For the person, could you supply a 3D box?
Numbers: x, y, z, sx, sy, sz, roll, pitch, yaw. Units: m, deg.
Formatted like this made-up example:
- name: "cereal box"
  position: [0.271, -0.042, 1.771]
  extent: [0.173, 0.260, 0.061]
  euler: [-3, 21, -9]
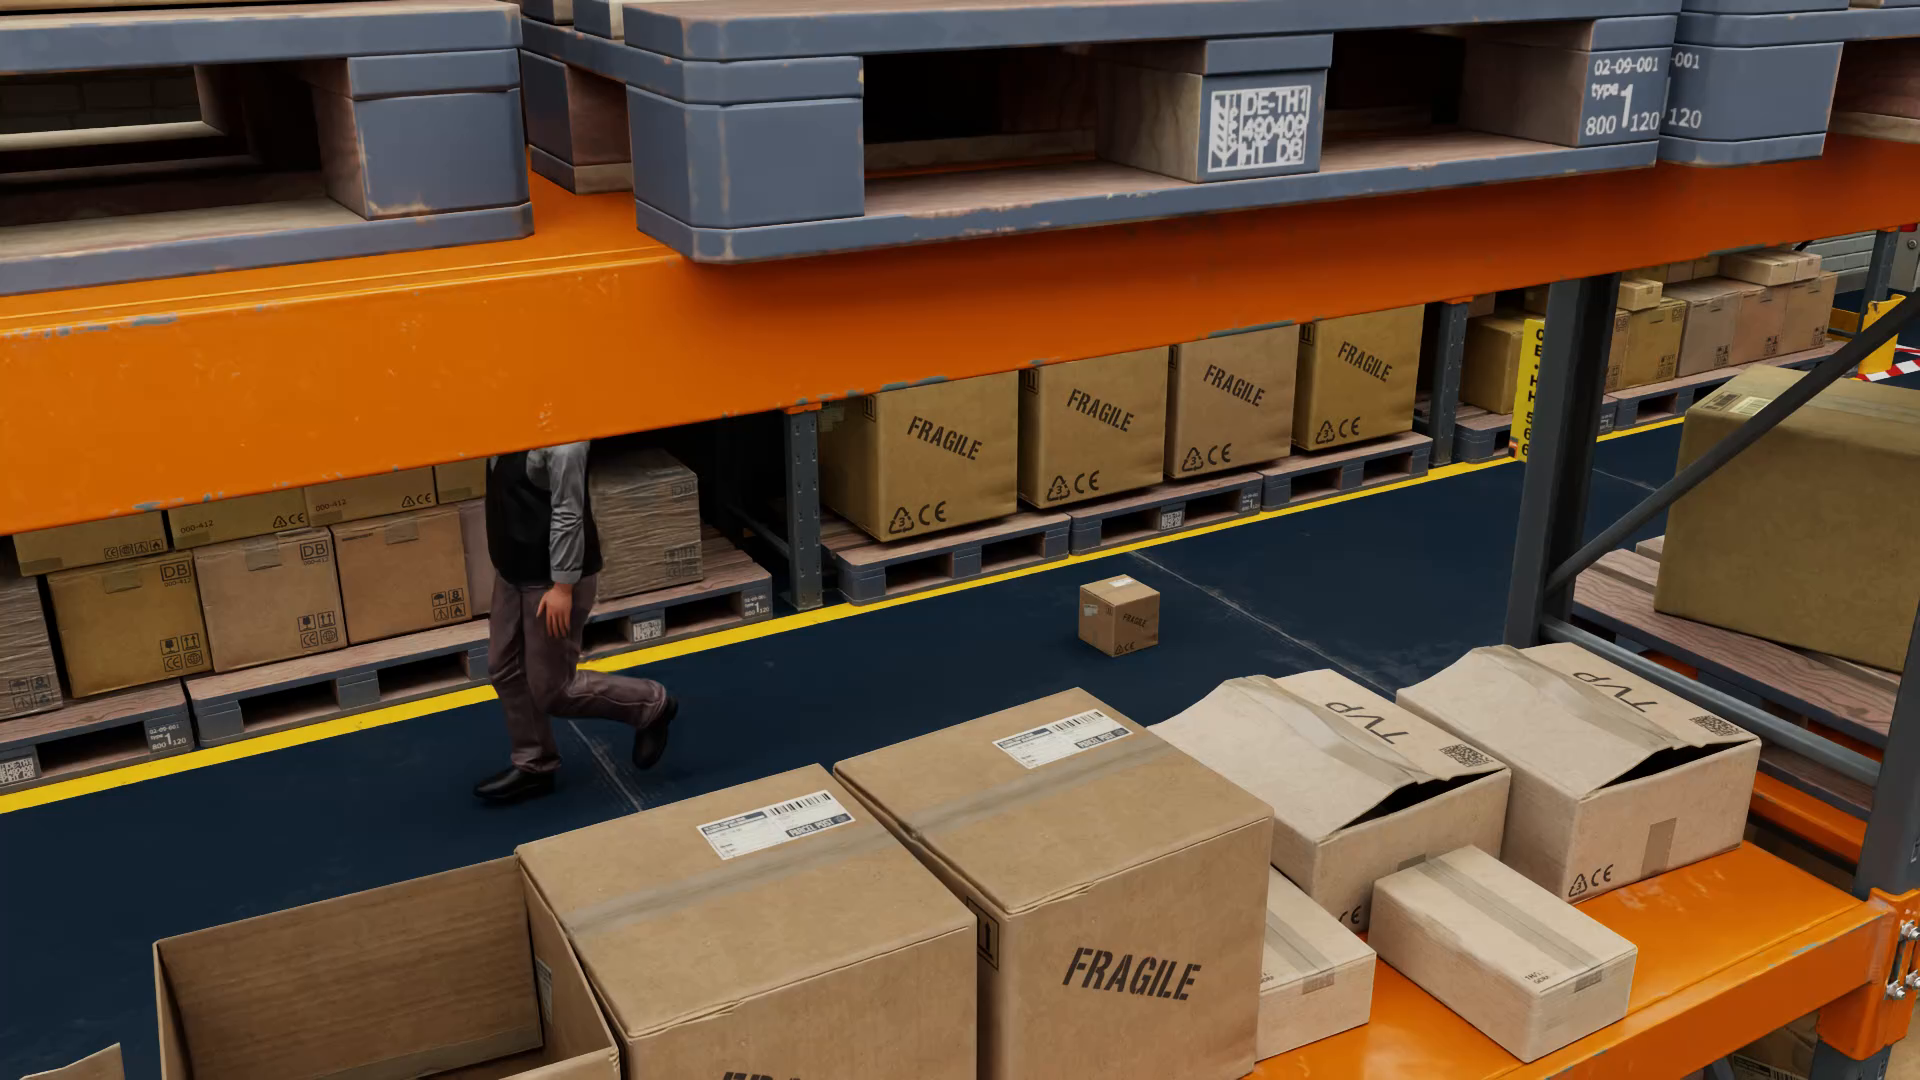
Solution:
- name: "person"
  position: [-1.382, 0.162, 5.858]
  extent: [0.582, 1.447, 0.535]
  euler: [-14, 25, -31]
